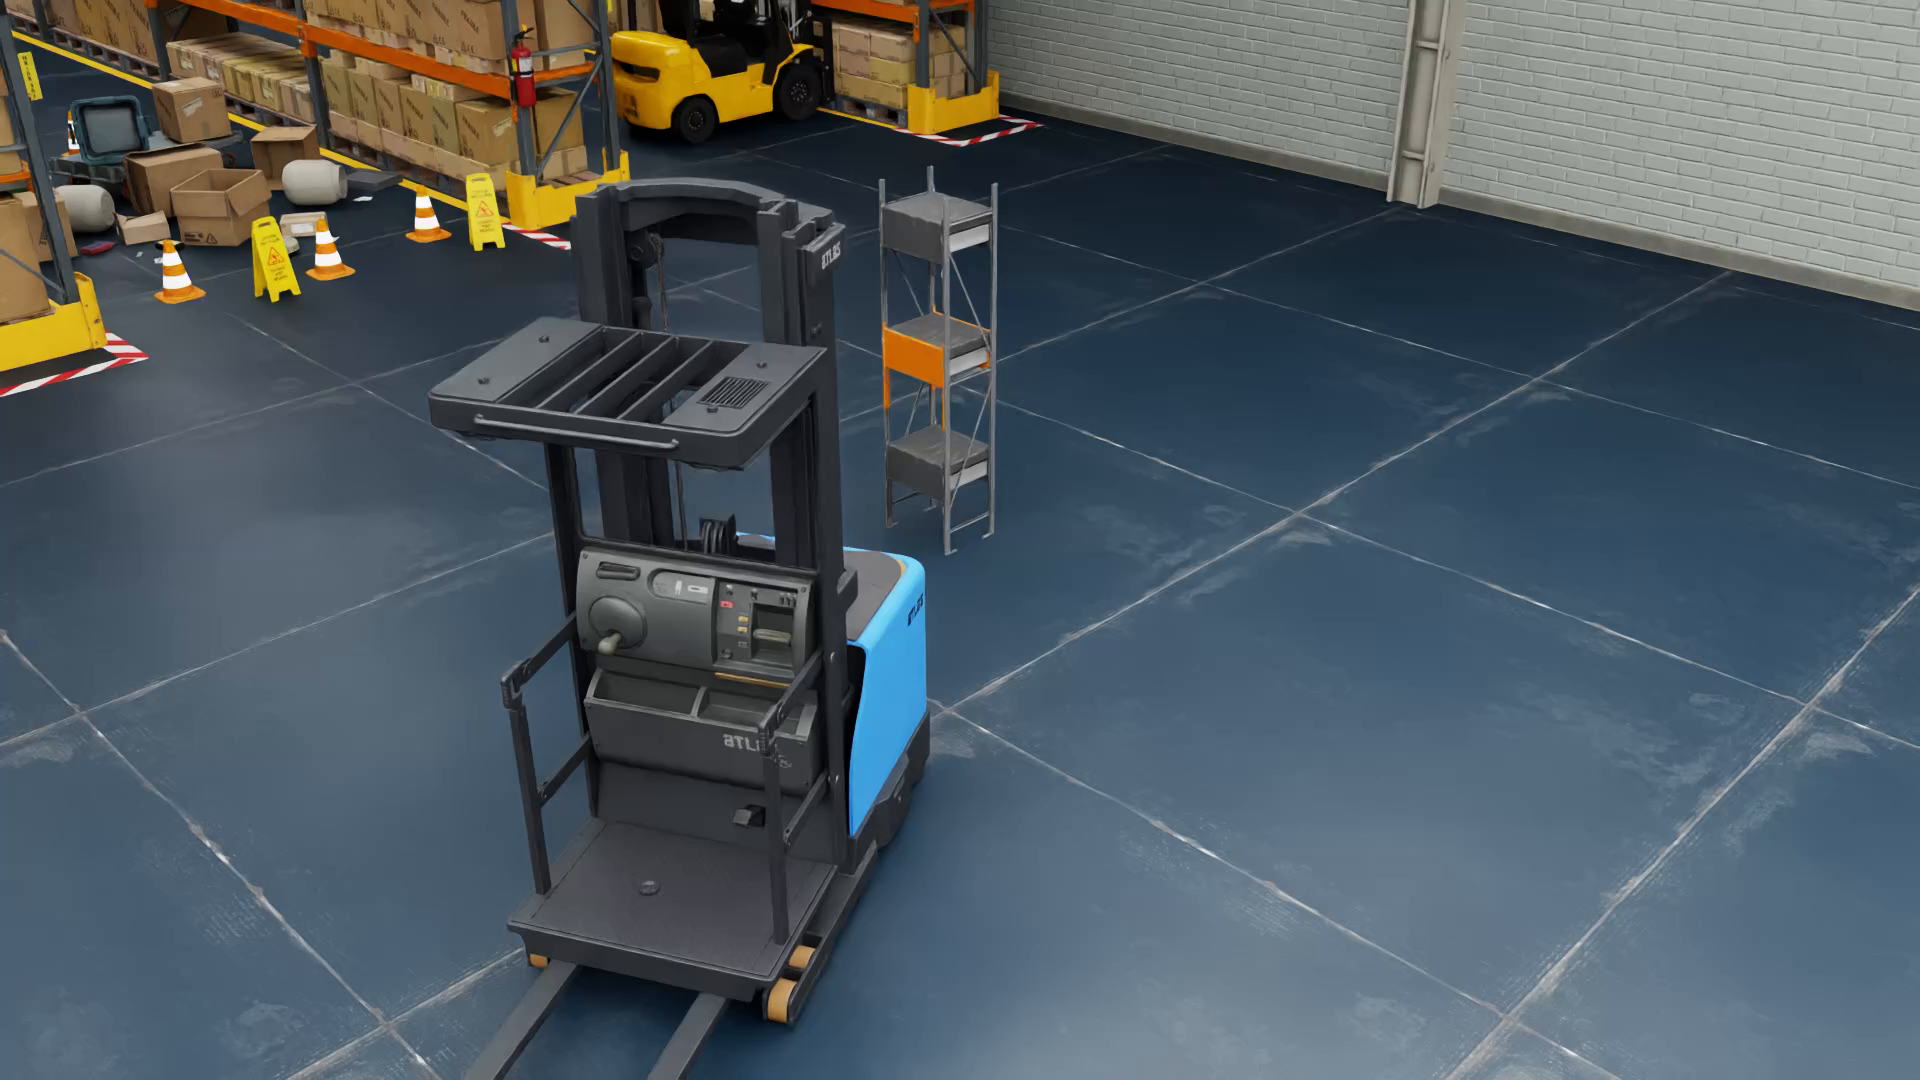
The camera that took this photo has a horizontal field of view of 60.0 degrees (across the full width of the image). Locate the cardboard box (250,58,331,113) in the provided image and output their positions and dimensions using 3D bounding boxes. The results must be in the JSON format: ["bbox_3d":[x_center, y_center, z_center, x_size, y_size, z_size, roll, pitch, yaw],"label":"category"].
[{"bbox_3d":[-7.306,-5.080,18.560,0.950,0.372,0.625,-23,35,-36],"label":"cardboard box"}]

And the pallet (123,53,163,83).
[{"bbox_3d":[-9.777,-6.006,20.946,1.213,0.211,1.003,25,36,38],"label":"pallet"}]

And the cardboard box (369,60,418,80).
[{"bbox_3d":[-5.575,-4.644,16.360,0.380,0.149,0.250,-23,35,-36],"label":"cardboard box"}]

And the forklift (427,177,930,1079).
[{"bbox_3d":[-1.055,0.319,5.993,1.130,2.935,3.031,8,29,15],"label":"forklift"}]

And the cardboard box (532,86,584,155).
[{"bbox_3d":[-3.962,-4.011,15.853,0.500,0.500,0.500,23,36,37],"label":"cardboard box"}]

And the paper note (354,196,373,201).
[{"bbox_3d":[-5.721,-3.281,15.956,0.148,0.019,0.142,12,30,22],"label":"paper note"}]

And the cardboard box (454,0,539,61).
[{"bbox_3d":[-4.143,-4.610,14.866,0.500,0.500,0.500,24,36,38],"label":"cardboard box"}]

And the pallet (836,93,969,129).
[{"bbox_3d":[-0.660,-4.998,19.028,1.213,0.211,1.003,25,36,38],"label":"pallet"}]

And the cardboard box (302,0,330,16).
[{"bbox_3d":[-6.297,-5.593,16.737,0.500,0.500,0.500,24,36,38],"label":"cardboard box"}]

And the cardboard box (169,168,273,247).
[{"bbox_3d":[-6.590,-2.976,14.869,0.637,0.503,0.797,2,28,4],"label":"cardboard box"}]

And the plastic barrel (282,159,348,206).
[{"bbox_3d":[-6.097,-3.379,15.722,0.512,0.421,0.421,-3,28,-5],"label":"plastic barrel"}]

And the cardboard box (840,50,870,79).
[{"bbox_3d":[-1.002,-5.409,18.780,0.500,0.250,0.500,24,36,38],"label":"cardboard box"}]

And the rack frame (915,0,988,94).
[{"bbox_3d":[-0.085,-5.996,17.931,0.127,3.000,1.000,25,36,38],"label":"rack frame"}]

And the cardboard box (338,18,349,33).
[{"bbox_3d":[-5.988,-5.191,16.669,0.250,0.149,0.380,24,36,38],"label":"cardboard box"}]

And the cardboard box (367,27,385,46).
[{"bbox_3d":[-5.510,-4.912,16.139,0.250,0.149,0.380,25,37,39],"label":"cardboard box"}]

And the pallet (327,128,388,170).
[{"bbox_3d":[-5.911,-4.211,17.533,1.213,0.211,1.003,25,36,38],"label":"pallet"}]

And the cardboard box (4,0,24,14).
[{"bbox_3d":[-13.131,-7.848,23.753,0.875,0.438,0.875,23,36,37],"label":"cardboard box"}]

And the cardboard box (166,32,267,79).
[{"bbox_3d":[-8.872,-5.793,19.917,0.625,0.372,0.950,22,35,35],"label":"cardboard box"}]

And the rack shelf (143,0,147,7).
[{"bbox_3d":[-10.694,-7.292,21.169,4.000,0.370,1.077,25,36,38],"label":"rack shelf"}]

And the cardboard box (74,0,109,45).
[{"bbox_3d":[-10.972,-7.041,21.749,0.875,0.875,0.875,-24,36,-38],"label":"cardboard box"}]

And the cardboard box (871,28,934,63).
[{"bbox_3d":[-0.632,-5.455,18.329,0.500,0.250,0.500,-24,36,-38],"label":"cardboard box"}]

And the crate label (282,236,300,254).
[{"bbox_3d":[-5.914,-2.550,14.452,0.298,0.136,0.250,7,29,13],"label":"crate label"}]

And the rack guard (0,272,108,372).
[{"bbox_3d":[-6.944,-1.558,12.176,0.348,0.500,1.175,25,36,38],"label":"rack guard"}]

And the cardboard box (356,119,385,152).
[{"bbox_3d":[-5.795,-4.169,16.960,0.500,0.250,0.500,-23,35,-36],"label":"cardboard box"}]

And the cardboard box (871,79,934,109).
[{"bbox_3d":[-0.642,-5.014,18.565,0.500,0.250,0.500,25,37,39],"label":"cardboard box"}]

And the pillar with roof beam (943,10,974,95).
[{"bbox_3d":[-2.968,-7.749,14.819,0.400,9.000,9.100,25,36,38],"label":"pillar with roof beam"}]

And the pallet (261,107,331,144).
[{"bbox_3d":[-6.971,-4.672,18.409,1.213,0.211,1.003,25,36,38],"label":"pallet"}]

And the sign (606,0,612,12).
[{"bbox_3d":[-3.183,-4.911,14.937,0.005,0.325,0.100,25,36,38],"label":"sign"}]

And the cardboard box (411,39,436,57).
[{"bbox_3d":[-4.941,-4.682,15.701,0.250,0.149,0.380,24,36,38],"label":"cardboard box"}]

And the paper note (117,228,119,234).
[{"bbox_3d":[-7.562,-2.824,15.096,0.172,0.023,0.155,-13,30,-22],"label":"paper note"}]

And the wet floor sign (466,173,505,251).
[{"bbox_3d":[-4.178,-2.889,14.551,0.267,0.644,0.232,-13,30,-22],"label":"wet floor sign"}]

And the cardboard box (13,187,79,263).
[{"bbox_3d":[-7.987,-2.706,14.357,0.500,0.500,0.500,-18,33,-31],"label":"cardboard box"}]

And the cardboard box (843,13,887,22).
[{"bbox_3d":[-1.003,-5.956,19.283,0.500,0.250,0.500,24,36,38],"label":"cardboard box"}]

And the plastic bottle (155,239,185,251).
[{"bbox_3d":[-6.964,-2.588,14.606,0.283,0.061,0.133,12,30,22],"label":"plastic bottle"}]

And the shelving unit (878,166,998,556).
[{"bbox_3d":[-0.118,-0.983,9.364,0.503,2.100,0.431,25,36,38],"label":"shelving unit"}]

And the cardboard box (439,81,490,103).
[{"bbox_3d":[-4.626,-4.208,15.531,0.380,0.149,0.250,-24,36,-38],"label":"cardboard box"}]

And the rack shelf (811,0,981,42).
[{"bbox_3d":[-1.512,-6.331,19.339,4.000,0.370,1.077,25,36,38],"label":"rack shelf"}]

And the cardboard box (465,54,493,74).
[{"bbox_3d":[-4.238,-4.334,15.039,0.250,0.149,0.380,24,36,38],"label":"cardboard box"}]

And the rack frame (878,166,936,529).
[{"bbox_3d":[-0.292,-1.063,9.515,0.015,2.100,0.400,25,36,38],"label":"rack frame"}]

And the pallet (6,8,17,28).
[{"bbox_3d":[-13.481,-7.701,24.170,1.213,0.211,1.003,25,36,38],"label":"pallet"}]

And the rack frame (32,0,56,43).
[{"bbox_3d":[-12.120,-8.263,22.242,0.127,3.000,1.000,25,36,38],"label":"rack frame"}]

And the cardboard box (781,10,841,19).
[{"bbox_3d":[-1.724,-5.948,19.269,0.500,0.250,0.500,24,36,37],"label":"cardboard box"}]

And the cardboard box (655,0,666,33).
[{"bbox_3d":[-3.318,-6.603,21.185,0.875,0.625,0.625,-23,36,-37],"label":"cardboard box"}]

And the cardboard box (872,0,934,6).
[{"bbox_3d":[-0.621,-6.114,18.047,0.500,0.500,0.500,24,36,37],"label":"cardboard box"}]

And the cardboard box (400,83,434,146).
[{"bbox_3d":[-5.046,-4.160,16.135,0.500,0.500,0.500,24,36,37],"label":"cardboard box"}]

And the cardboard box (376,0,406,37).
[{"bbox_3d":[-5.199,-5.110,15.819,0.500,0.500,0.500,-25,37,-39],"label":"cardboard box"}]

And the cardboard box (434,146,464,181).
[{"bbox_3d":[-4.692,-3.663,15.996,0.500,0.250,0.500,25,37,39],"label":"cardboard box"}]

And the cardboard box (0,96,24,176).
[{"bbox_3d":[-7.258,-2.845,11.776,0.550,0.550,0.875,25,36,38],"label":"cardboard box"}]

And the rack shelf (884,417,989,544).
[{"bbox_3d":[-0.118,-0.352,9.696,0.480,0.518,0.431,25,36,38],"label":"rack shelf"}]

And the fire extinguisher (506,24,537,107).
[{"bbox_3d":[-3.804,-4.123,14.452,0.183,0.674,0.296,25,36,38],"label":"fire extinguisher"}]

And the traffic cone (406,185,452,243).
[{"bbox_3d":[-4.774,-2.937,14.839,0.334,0.463,0.336,25,36,38],"label":"traffic cone"}]

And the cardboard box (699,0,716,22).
[{"bbox_3d":[-2.813,-6.451,20.224,0.500,0.250,0.500,24,36,38],"label":"cardboard box"}]

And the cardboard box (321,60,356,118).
[{"bbox_3d":[-6.184,-4.672,17.109,0.500,0.500,0.500,-23,36,-37],"label":"cardboard box"}]
